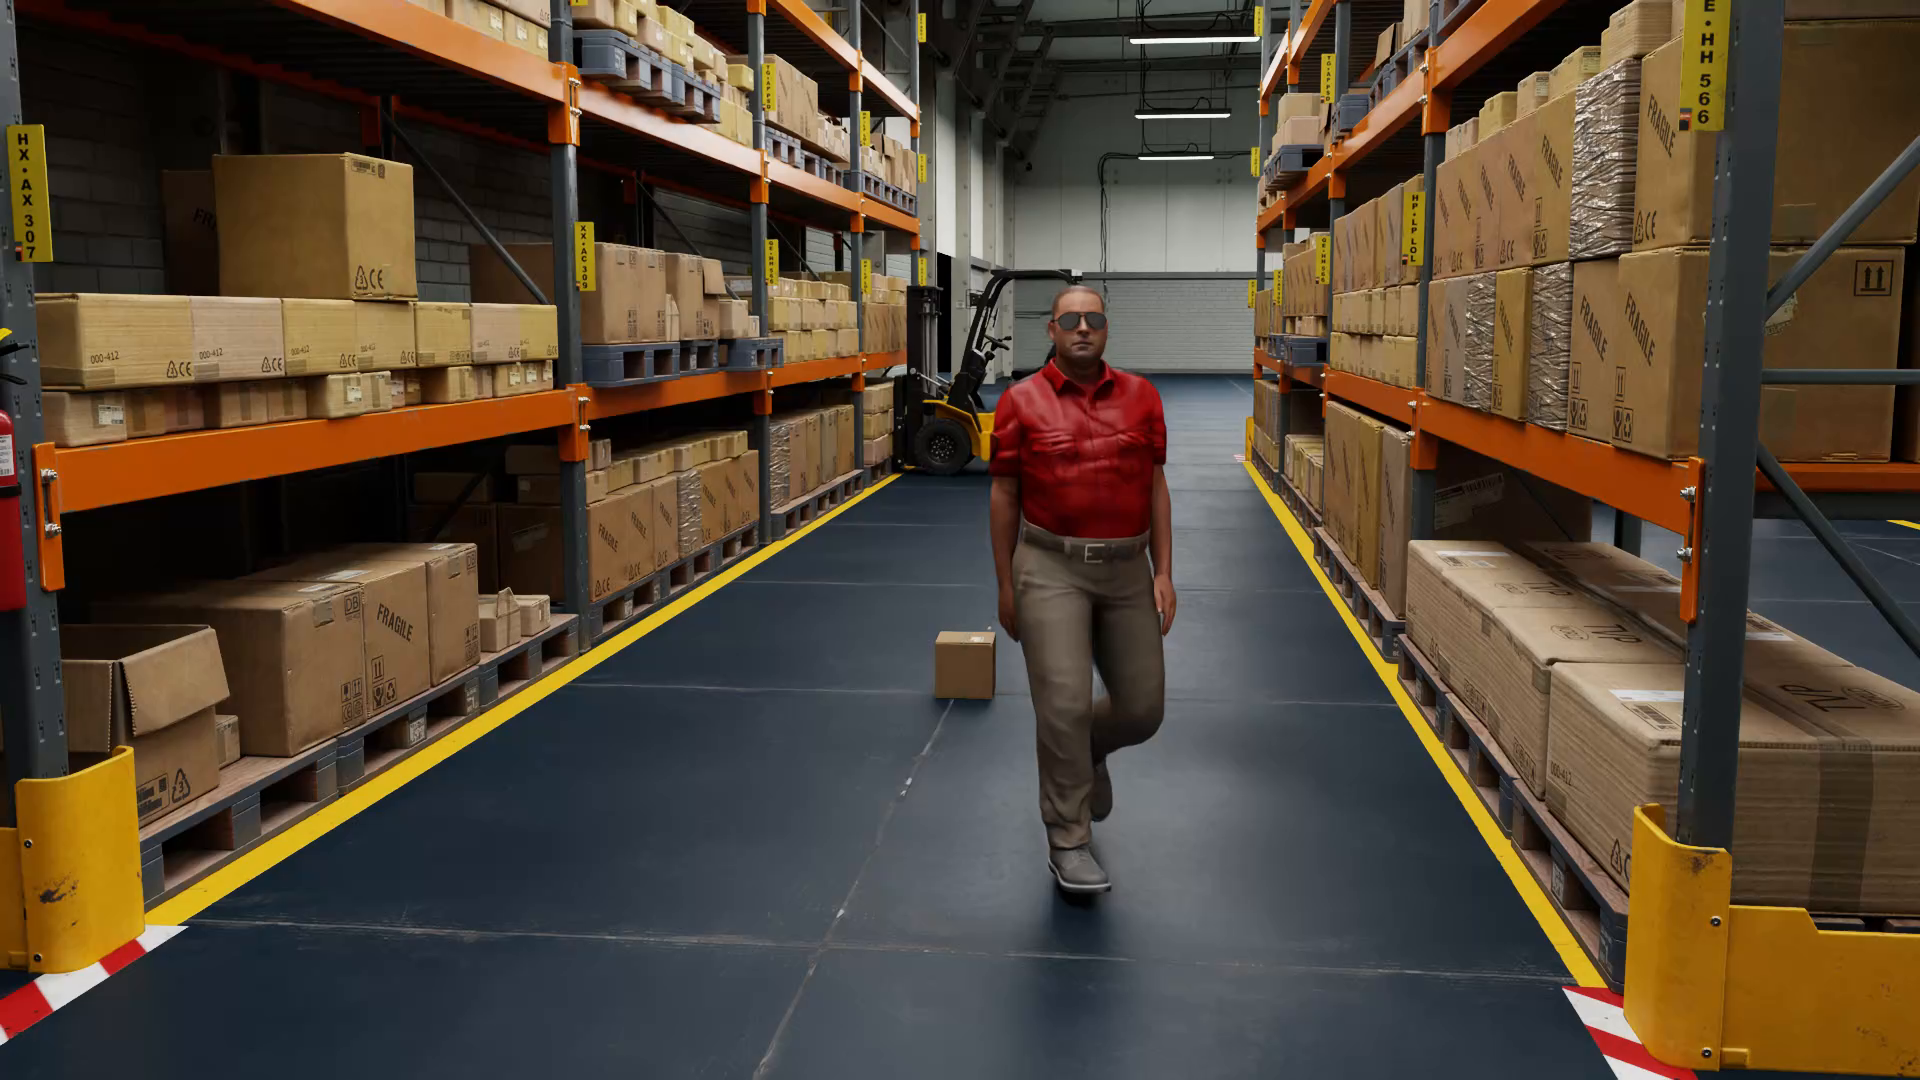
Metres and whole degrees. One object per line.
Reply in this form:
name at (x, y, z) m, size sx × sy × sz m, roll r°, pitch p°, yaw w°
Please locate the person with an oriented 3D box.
person at (0.369, -0.208, 4.797) m, size 0.538 × 1.047 × 0.334 m, roll -2°, pitch 8°, yaw -14°
